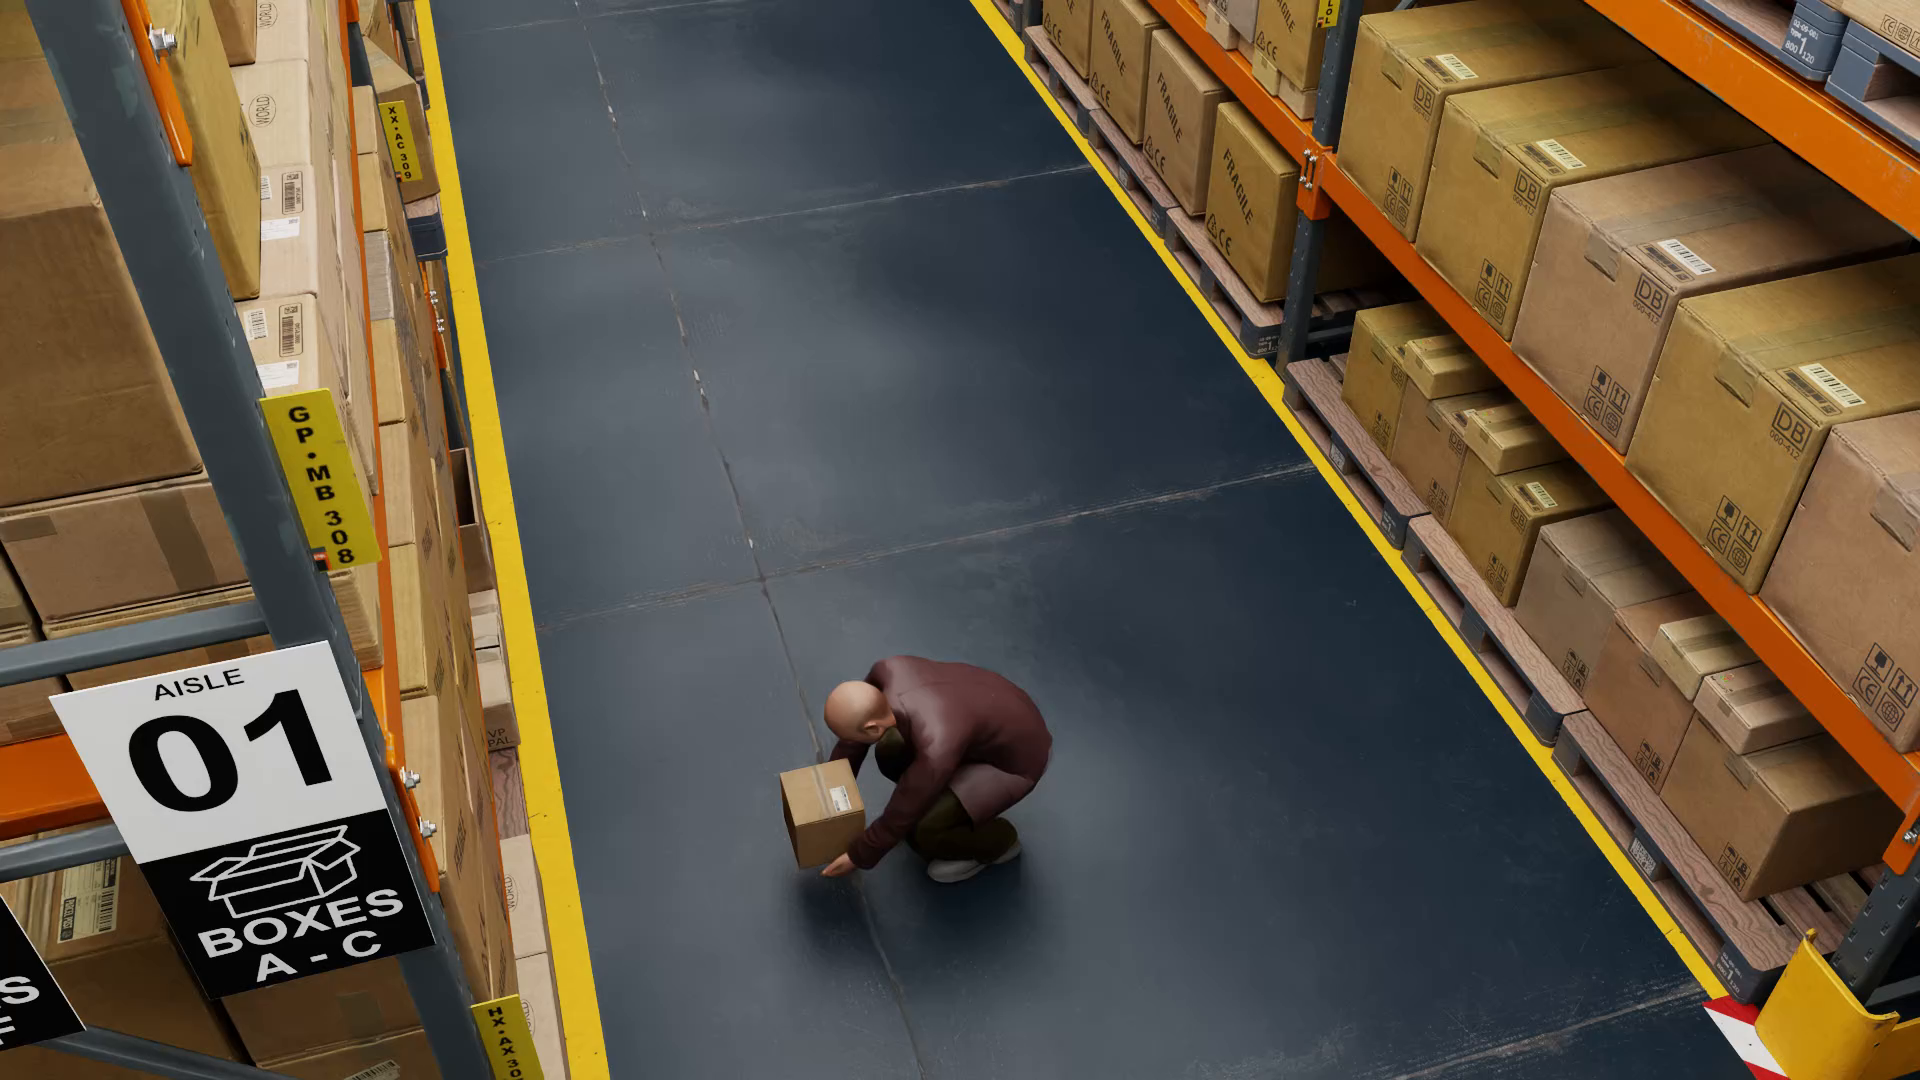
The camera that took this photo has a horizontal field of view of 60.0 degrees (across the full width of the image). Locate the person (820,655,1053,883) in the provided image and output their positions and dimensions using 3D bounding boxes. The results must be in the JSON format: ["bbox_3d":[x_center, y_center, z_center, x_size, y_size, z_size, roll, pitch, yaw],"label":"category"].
[{"bbox_3d":[-0.112,0.778,5.876,0.918,1.010,0.611,-12,43,-13],"label":"person"}]
